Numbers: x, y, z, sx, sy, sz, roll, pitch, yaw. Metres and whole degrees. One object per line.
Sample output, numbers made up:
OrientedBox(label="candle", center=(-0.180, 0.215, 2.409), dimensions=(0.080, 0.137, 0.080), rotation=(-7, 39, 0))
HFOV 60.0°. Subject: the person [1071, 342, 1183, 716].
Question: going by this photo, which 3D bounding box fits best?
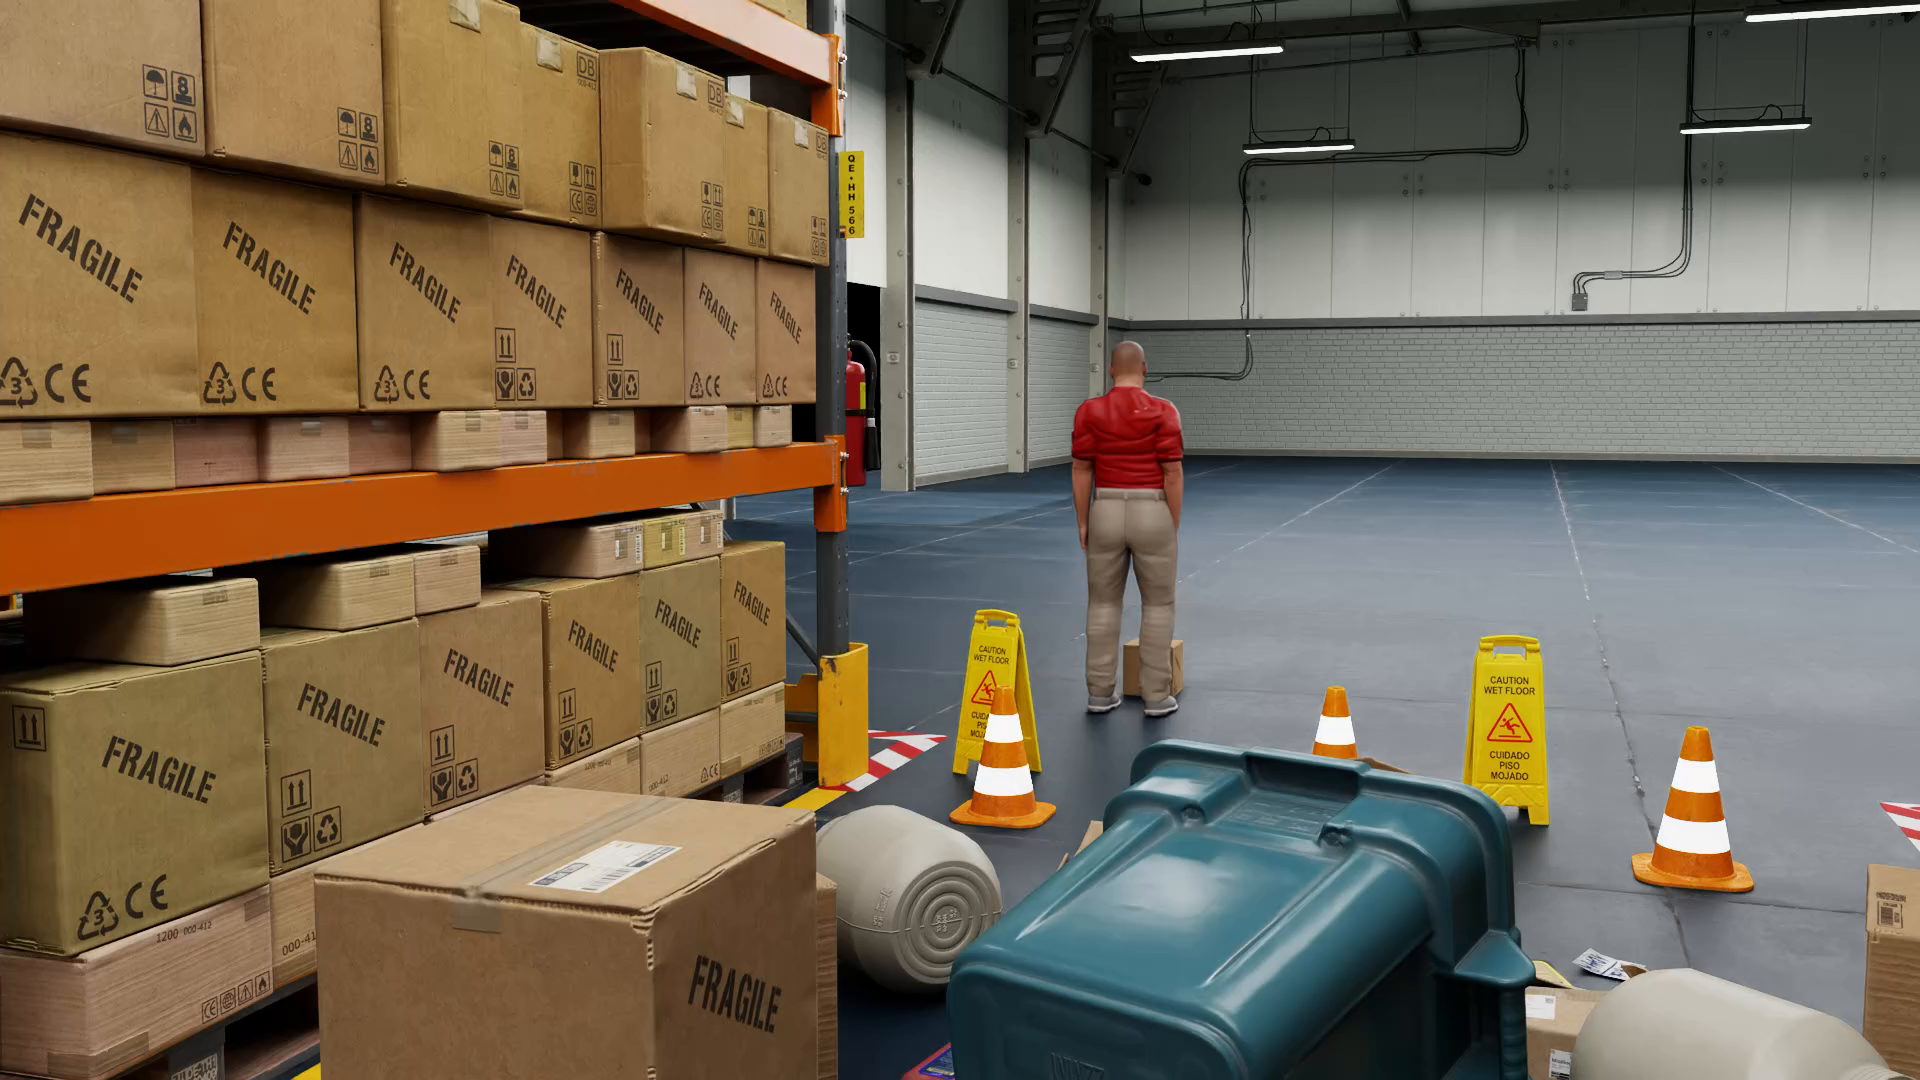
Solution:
OrientedBox(label="person", center=(0.787, -0.054, 7.744), dimensions=(0.528, 1.721, 0.360), rotation=(2, 5, 20))
